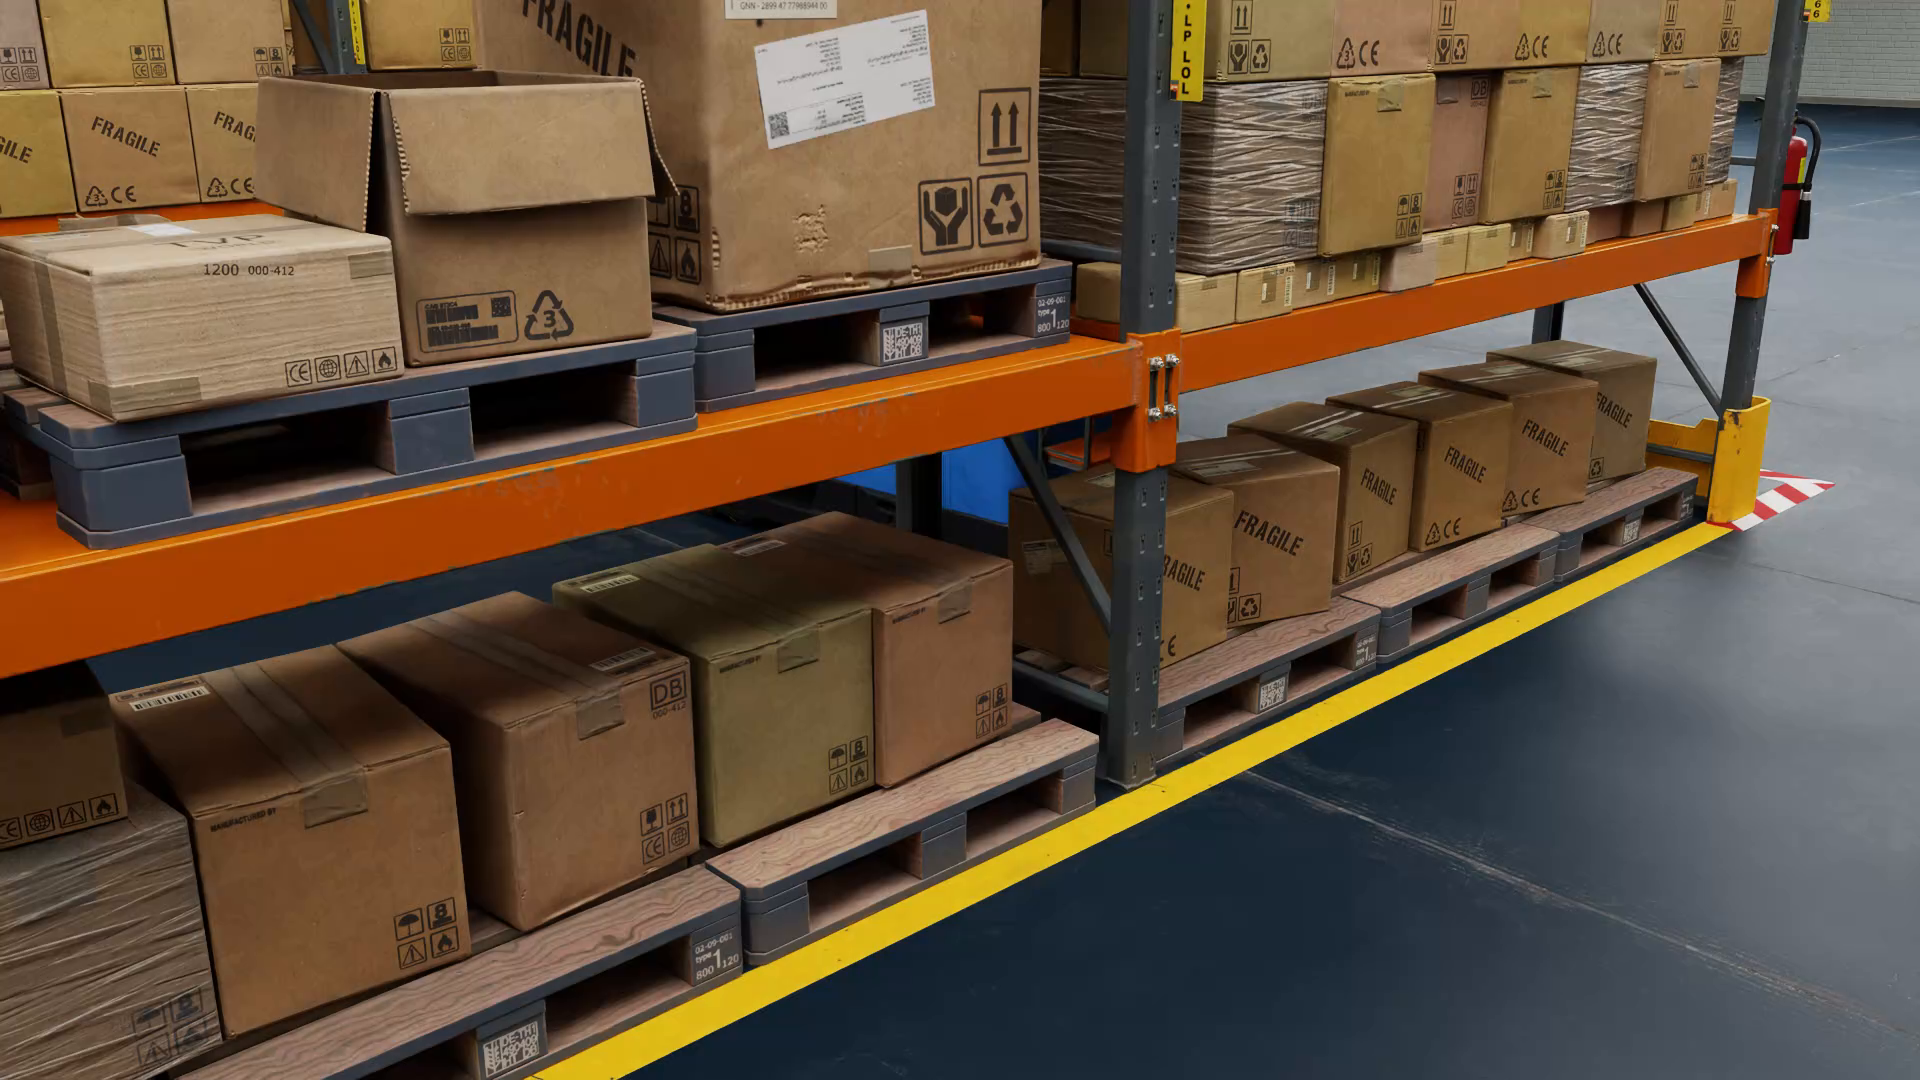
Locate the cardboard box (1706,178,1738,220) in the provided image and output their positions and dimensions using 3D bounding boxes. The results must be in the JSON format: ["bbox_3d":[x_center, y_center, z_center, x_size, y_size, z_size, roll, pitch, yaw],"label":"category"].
[{"bbox_3d":[3.023,-1.449,6.998,0.250,0.149,0.380,-16,24,-41],"label":"cardboard box"}]

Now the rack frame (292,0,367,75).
[{"bbox_3d":[-3.152,-1.961,8.168,0.127,3.000,1.000,-16,24,-41],"label":"rack frame"}]

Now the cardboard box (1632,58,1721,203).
[{"bbox_3d":[2.389,-1.621,6.476,0.500,0.500,0.875,-16,24,-41],"label":"cardboard box"}]

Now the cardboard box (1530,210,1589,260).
[{"bbox_3d":[2.005,-1.108,5.945,0.250,0.149,0.380,-16,24,-41],"label":"cardboard box"}]

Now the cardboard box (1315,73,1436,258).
[{"bbox_3d":[0.939,-1.196,5.166,0.500,0.500,0.875,-16,24,-41],"label":"cardboard box"}]

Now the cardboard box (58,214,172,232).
[{"bbox_3d":[-1.698,-0.530,3.292,0.396,0.266,0.258,17,25,42],"label":"cardboard box"}]

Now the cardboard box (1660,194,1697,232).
[{"bbox_3d":[2.695,-1.332,6.636,0.250,0.149,0.380,-16,24,-41],"label":"cardboard box"}]

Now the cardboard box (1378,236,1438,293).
[{"bbox_3d":[1.283,-0.894,5.287,0.250,0.149,0.380,-16,24,-41],"label":"cardboard box"}]

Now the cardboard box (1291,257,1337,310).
[{"bbox_3d":[0.898,-0.795,4.982,0.250,0.149,0.380,-16,24,-41],"label":"cardboard box"}]

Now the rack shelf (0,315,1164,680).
[{"bbox_3d":[-1.271,-0.062,3.478,4.000,0.370,1.077,-16,24,-41],"label":"rack shelf"}]

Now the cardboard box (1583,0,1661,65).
[{"bbox_3d":[2.134,-1.955,5.886,0.500,0.500,0.500,-16,24,-41],"label":"cardboard box"}]

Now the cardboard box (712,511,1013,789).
[{"bbox_3d":[-0.279,0.277,4.605,0.700,0.500,0.500,16,24,40],"label":"cardboard box"}]

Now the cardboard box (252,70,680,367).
[{"bbox_3d":[-1.014,-0.688,3.396,0.637,0.503,0.797,-13,22,-35],"label":"cardboard box"}]

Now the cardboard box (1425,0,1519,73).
[{"bbox_3d":[1.409,-1.743,5.231,0.500,0.500,0.500,-16,24,-41],"label":"cardboard box"}]

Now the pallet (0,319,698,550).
[{"bbox_3d":[-1.314,-0.317,3.411,1.213,0.211,1.003,-16,24,-41],"label":"pallet"}]

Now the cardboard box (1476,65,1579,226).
[{"bbox_3d":[1.625,-1.421,5.861,0.500,0.500,0.875,-16,24,-41],"label":"cardboard box"}]

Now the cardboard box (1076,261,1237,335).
[{"bbox_3d":[0.545,-0.686,4.645,0.250,0.149,0.380,-16,24,-41],"label":"cardboard box"}]

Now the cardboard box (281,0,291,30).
[{"bbox_3d":[-5.072,-4.092,12.477,0.500,0.500,0.700,-16,24,-41],"label":"cardboard box"}]

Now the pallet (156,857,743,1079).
[{"bbox_3d":[-1.270,0.924,3.793,1.213,0.211,1.003,-16,24,-41],"label":"pallet"}]

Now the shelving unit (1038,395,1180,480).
[{"bbox_3d":[0.548,-0.357,6.125,0.503,1.200,0.258,-17,27,-42],"label":"shelving unit"}]

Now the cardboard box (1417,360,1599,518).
[{"bbox_3d":[2.212,-0.423,6.798,0.500,0.500,0.500,-9,20,-27],"label":"cardboard box"}]

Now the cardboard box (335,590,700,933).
[{"bbox_3d":[-1.045,0.493,3.940,0.700,0.500,0.500,15,23,39],"label":"cardboard box"}]

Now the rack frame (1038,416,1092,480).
[{"bbox_3d":[0.373,-0.303,5.964,0.015,1.200,0.240,-17,27,-42],"label":"rack frame"}]

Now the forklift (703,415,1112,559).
[{"bbox_3d":[-0.539,-1.567,7.065,3.031,2.935,1.130,16,24,40],"label":"forklift"}]

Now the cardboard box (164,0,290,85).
[{"bbox_3d":[-3.509,-2.377,7.670,0.500,0.500,0.700,-17,24,-42],"label":"cardboard box"}]

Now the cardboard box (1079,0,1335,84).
[{"bbox_3d":[0.683,-1.531,4.577,0.500,0.500,0.500,-16,24,-41],"label":"cardboard box"}]

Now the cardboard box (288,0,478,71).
[{"bbox_3d":[-2.861,-2.616,8.196,0.550,0.550,0.875,-16,24,-41],"label":"cardboard box"}]

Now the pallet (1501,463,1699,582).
[{"bbox_3d":[2.419,-0.168,7.162,1.213,0.211,1.003,-16,24,-41],"label":"pallet"}]

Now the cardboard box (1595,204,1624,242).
[{"bbox_3d":[2.292,-1.238,6.348,0.250,0.149,0.380,-16,24,-41],"label":"cardboard box"}]

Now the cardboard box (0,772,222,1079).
[{"bbox_3d":[-1.857,0.733,3.200,0.700,0.500,0.500,15,24,39],"label":"cardboard box"}]

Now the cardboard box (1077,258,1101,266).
[{"bbox_3d":[0.324,-0.870,5.213,0.250,0.149,0.380,-16,24,-41],"label":"cardboard box"}]

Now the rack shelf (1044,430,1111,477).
[{"bbox_3d":[0.546,-0.294,6.148,0.480,0.148,0.258,-17,27,-42],"label":"rack shelf"}]

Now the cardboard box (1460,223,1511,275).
[{"bbox_3d":[1.625,-1.007,5.635,0.250,0.149,0.380,-16,24,-41],"label":"cardboard box"}]

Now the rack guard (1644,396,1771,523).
[{"bbox_3d":[3.033,-0.470,7.624,0.348,0.500,1.175,-16,24,-41],"label":"rack guard"}]

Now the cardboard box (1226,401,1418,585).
[{"bbox_3d":[1.308,-0.186,6.068,0.500,0.500,0.500,15,23,39],"label":"cardboard box"}]

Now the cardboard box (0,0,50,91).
[{"bbox_3d":[-4.249,-2.161,7.002,0.500,0.500,0.700,-16,24,-40],"label":"cardboard box"}]

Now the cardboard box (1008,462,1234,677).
[{"bbox_3d":[0.500,0.086,5.228,0.500,0.500,0.500,17,25,42],"label":"cardboard box"}]

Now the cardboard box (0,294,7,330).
[{"bbox_3d":[-4.245,-0.735,7.355,0.750,0.750,1.050,-16,24,-41],"label":"cardboard box"}]

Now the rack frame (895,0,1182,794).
[{"bbox_3d":[0.182,-0.828,4.674,0.127,3.000,1.000,-16,24,-41],"label":"rack frame"}]

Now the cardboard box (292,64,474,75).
[{"bbox_3d":[-2.893,-2.113,8.394,0.550,0.550,0.875,-16,24,-41],"label":"cardboard box"}]

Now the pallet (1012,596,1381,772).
[{"bbox_3d":[0.646,0.349,5.567,1.213,0.211,1.003,-16,24,-41],"label":"pallet"}]

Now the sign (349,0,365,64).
[{"bbox_3d":[-2.773,-2.354,7.633,0.005,0.325,0.100,-16,24,-41],"label":"sign"}]

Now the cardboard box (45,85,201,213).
[{"bbox_3d":[-3.715,-1.731,7.297,0.500,0.500,0.500,-17,24,-41],"label":"cardboard box"}]

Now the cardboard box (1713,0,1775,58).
[{"bbox_3d":[2.858,-2.168,6.542,0.500,0.500,0.500,-16,24,-41],"label":"cardboard box"}]
